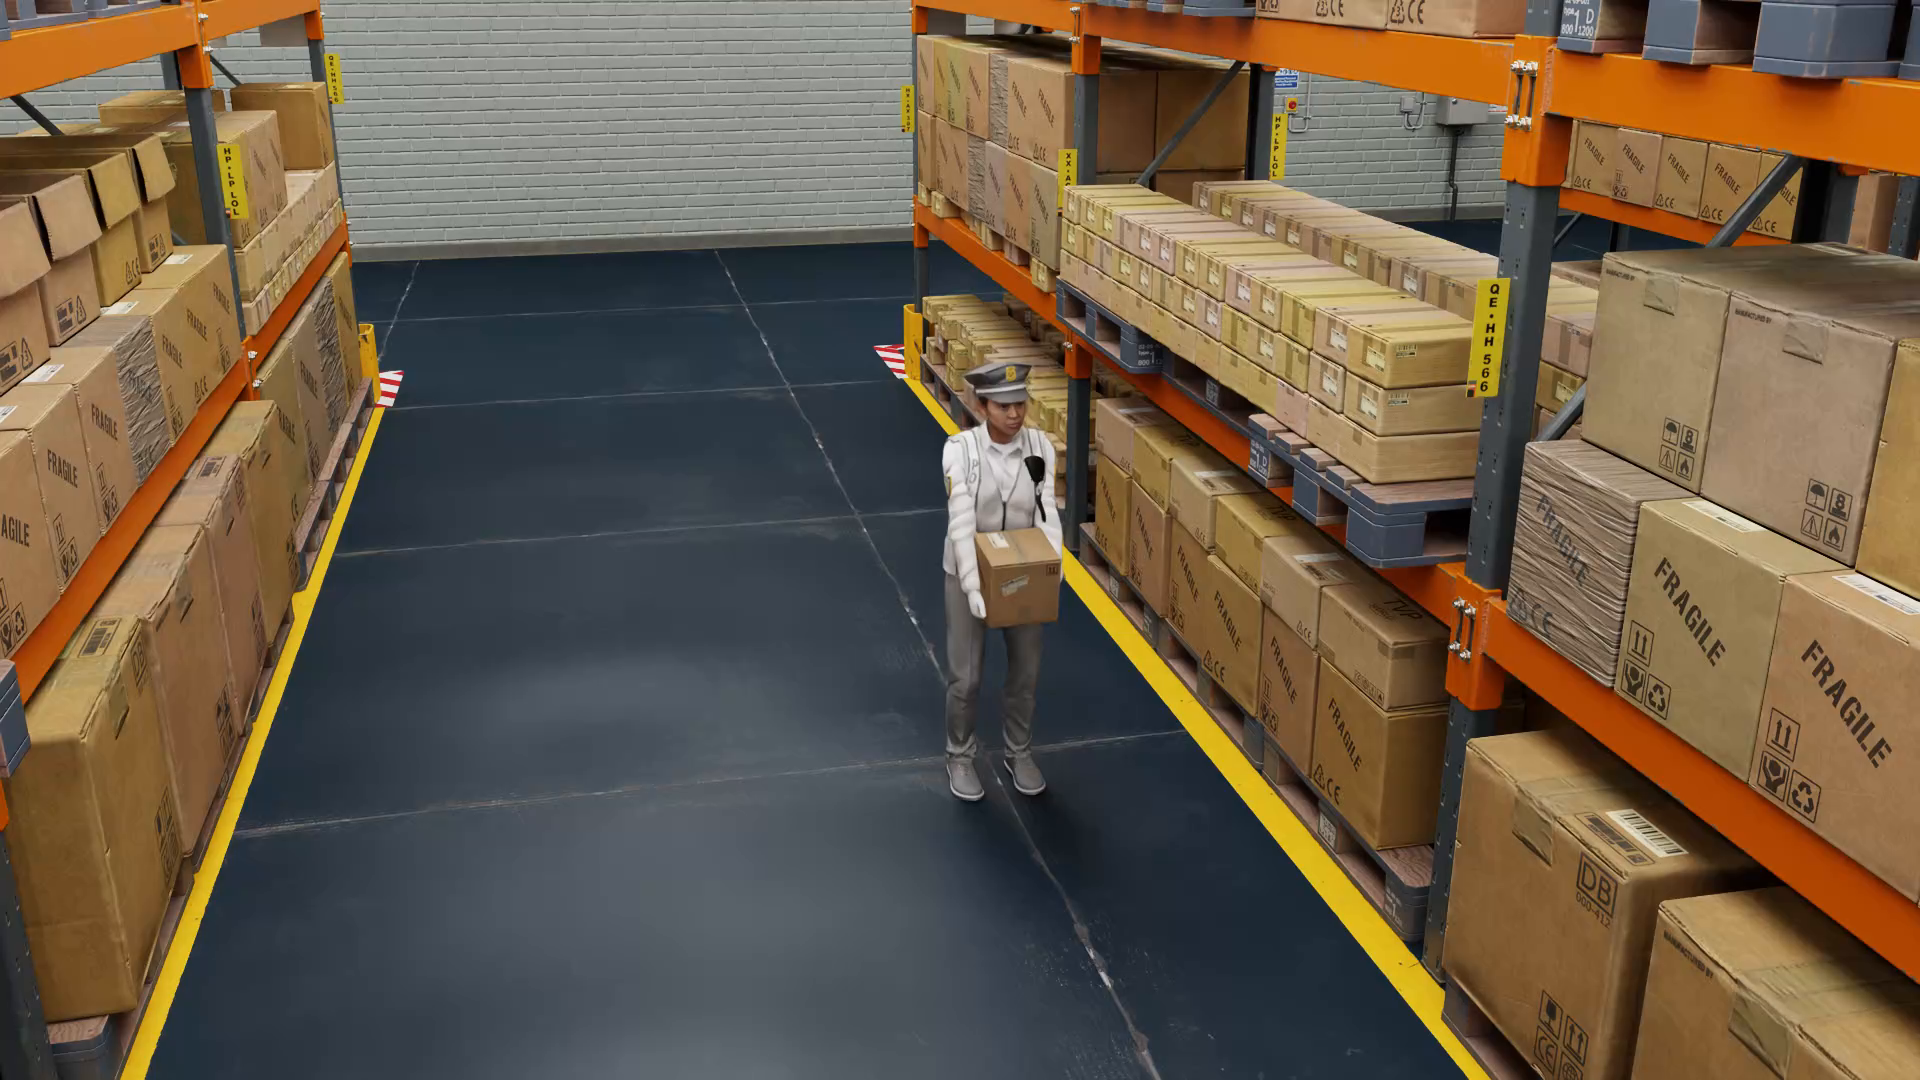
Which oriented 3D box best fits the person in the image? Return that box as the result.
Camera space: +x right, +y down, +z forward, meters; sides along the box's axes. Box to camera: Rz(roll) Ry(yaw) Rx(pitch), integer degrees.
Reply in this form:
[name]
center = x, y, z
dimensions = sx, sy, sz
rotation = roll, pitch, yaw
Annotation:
[person]
center = 0.159, 0.169, 6.085
dimensions = 0.417, 1.682, 0.528
rotation = -5, 20, -14
